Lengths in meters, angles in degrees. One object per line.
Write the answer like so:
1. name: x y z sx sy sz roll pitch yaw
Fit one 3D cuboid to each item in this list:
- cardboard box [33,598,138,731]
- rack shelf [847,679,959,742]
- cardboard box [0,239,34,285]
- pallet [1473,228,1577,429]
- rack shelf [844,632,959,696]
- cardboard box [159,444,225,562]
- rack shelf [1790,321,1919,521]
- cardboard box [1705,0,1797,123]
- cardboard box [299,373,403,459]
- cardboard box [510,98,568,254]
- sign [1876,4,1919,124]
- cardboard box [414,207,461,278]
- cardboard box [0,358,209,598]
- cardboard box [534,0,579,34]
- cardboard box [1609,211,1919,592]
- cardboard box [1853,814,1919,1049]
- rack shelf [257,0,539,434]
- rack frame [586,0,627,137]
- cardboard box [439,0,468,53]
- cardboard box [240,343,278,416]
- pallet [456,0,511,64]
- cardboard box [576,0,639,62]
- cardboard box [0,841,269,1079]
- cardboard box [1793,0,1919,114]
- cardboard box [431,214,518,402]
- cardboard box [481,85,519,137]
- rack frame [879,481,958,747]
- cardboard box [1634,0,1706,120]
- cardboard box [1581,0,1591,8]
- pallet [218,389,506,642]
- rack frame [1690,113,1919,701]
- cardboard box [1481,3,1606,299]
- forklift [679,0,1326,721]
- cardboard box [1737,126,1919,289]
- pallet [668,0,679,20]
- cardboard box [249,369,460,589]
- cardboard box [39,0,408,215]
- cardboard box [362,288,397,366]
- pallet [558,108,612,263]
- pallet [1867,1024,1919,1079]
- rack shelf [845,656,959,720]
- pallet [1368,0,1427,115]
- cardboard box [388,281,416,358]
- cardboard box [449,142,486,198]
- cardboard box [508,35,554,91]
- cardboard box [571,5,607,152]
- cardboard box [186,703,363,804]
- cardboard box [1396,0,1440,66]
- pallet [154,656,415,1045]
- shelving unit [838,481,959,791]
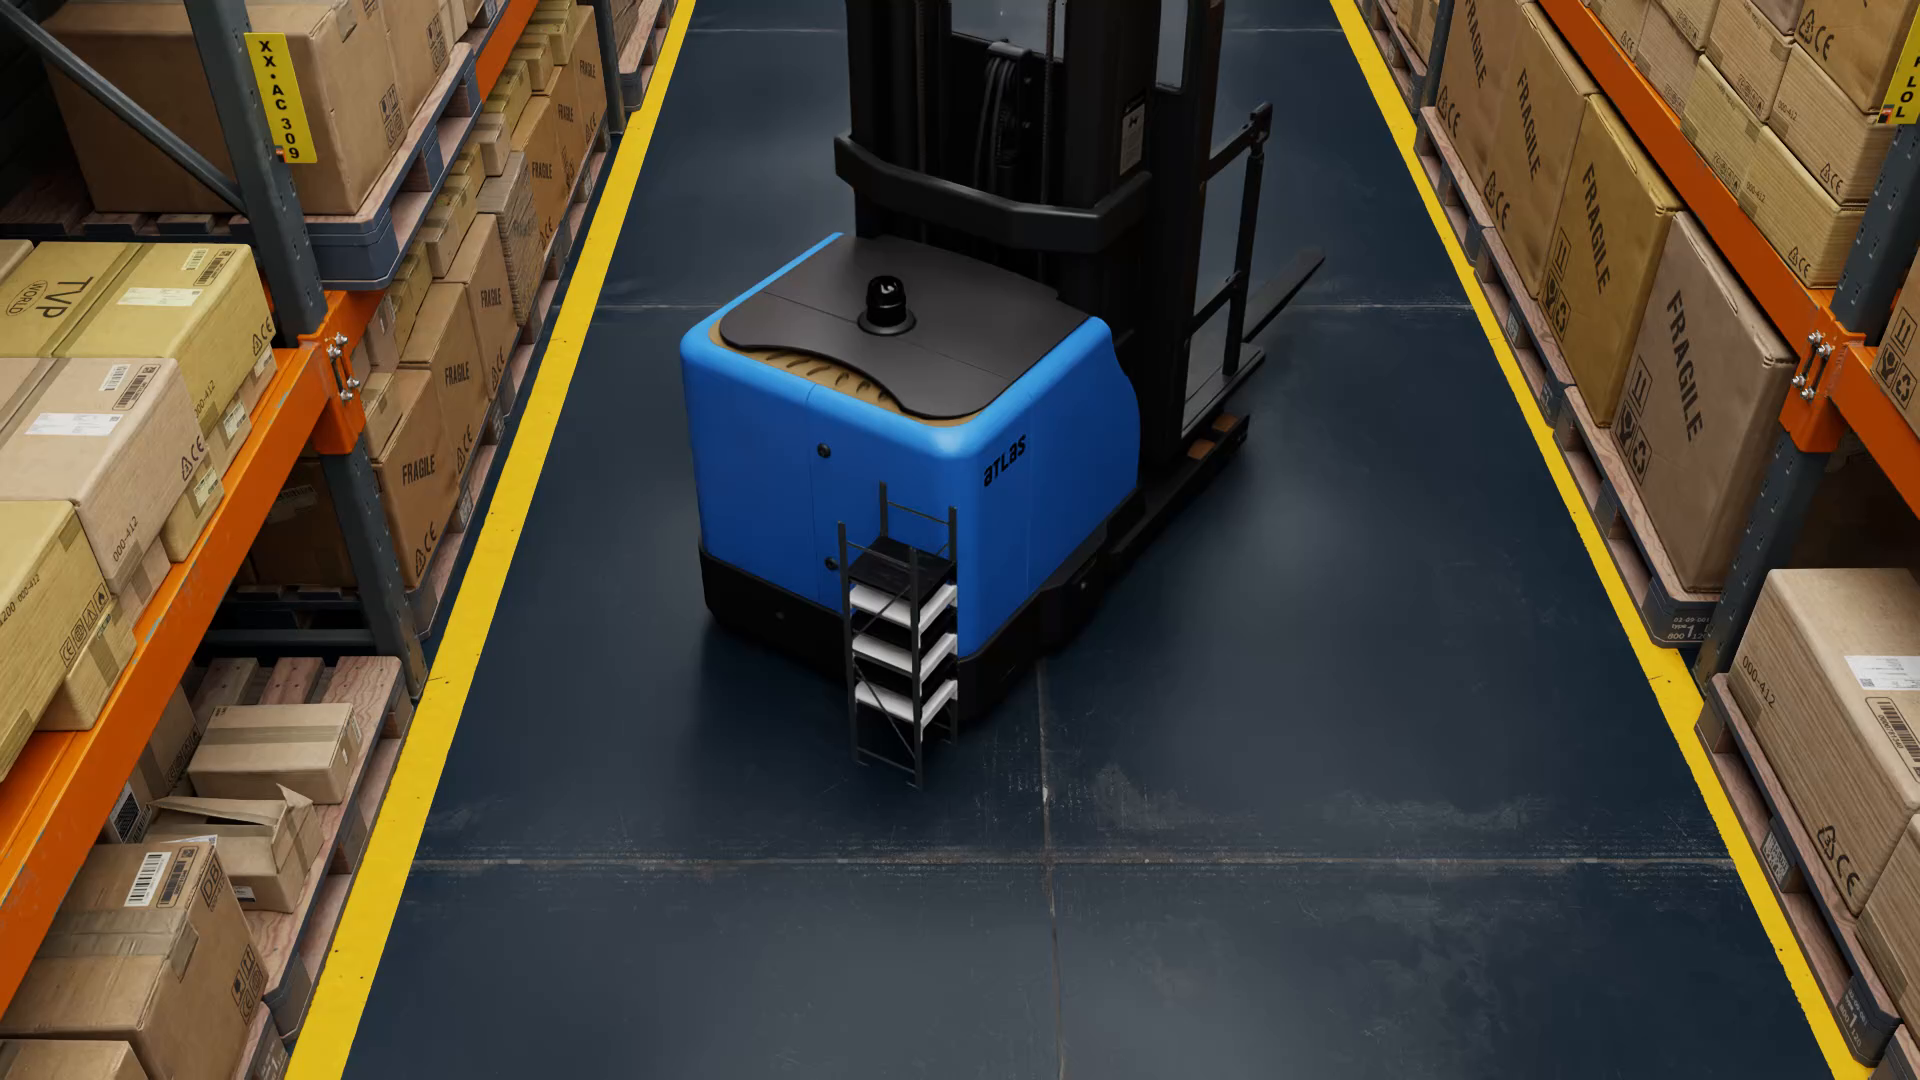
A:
1. cardboard box: -1.866 0.237 3.256 0.380 0.149 0.250 -1 39 -1
2. rack shelf: -0.164 0.451 4.808 0.258 0.077 0.200 20 43 23
3. cardboard box: -2.436 -0.457 3.803 0.500 0.250 0.500 0 39 -1
4. pallet: 2.717 -0.874 6.672 1.003 0.211 1.213 0 39 0
5. rack shelf: -0.164 0.311 4.695 0.258 0.077 0.200 20 43 23
6. cardboard box: -1.867 -0.087 3.660 0.380 0.149 0.250 1 39 1
7. rack shelf: 2.799 0.816 2.908 1.077 0.370 4.000 0 39 0
8. cardboard box: 2.545 -1.440 4.868 0.500 0.250 0.500 1 39 1
9. cardboard box: -1.901 -0.375 4.964 0.380 0.149 0.250 2 39 2
10. cardboard box: -1.962 -1.495 6.879 0.500 0.500 0.500 2 39 2
11. sign: 2.254 -1.130 3.898 0.100 0.325 0.005 0 39 0
12. cardboard box: -1.967 -1.037 5.789 0.380 0.149 0.250 0 39 0
13. cardboard box: -1.907 -0.135 3.402 0.500 0.250 0.500 0 39 0
14. cardboard box: -1.917 -2.344 7.420 0.380 0.149 0.250 -2 39 -2
15. cardboard box: 2.716 -0.438 5.261 0.875 0.875 0.875 1 39 1
16. cardboard box: 2.692 1.073 3.725 0.875 0.438 0.875 -1 39 -1
17. rack shelf: -2.169 -1.679 6.022 1.077 0.370 4.000 0 39 0
18. rack frame: -2.171 -3.211 7.358 1.000 3.000 0.127 0 39 0
19. cardboard box: -1.784 -1.690 5.232 0.396 0.266 0.258 2 39 2
20. cardboard box: -1.914 -0.412 4.066 0.380 0.149 0.250 0 39 1
21. pallet: -2.164 -1.920 5.900 1.003 0.211 1.213 0 39 0
22. cardboard box: -2.158 -2.838 8.456 0.875 0.625 0.625 1 39 1
23. cardboard box: -2.031 1.037 3.720 0.700 0.500 0.500 -1 39 -2
24. cardboard box: 2.545 -1.424 4.248 0.500 0.500 0.500 1 39 1
25. cardboard box: -1.949 -0.845 6.069 0.500 0.500 0.500 -1 39 -1
26. cardboard box: -1.974 -1.687 6.601 0.380 0.149 0.250 -1 39 -1
27. rack frame: -0.113 0.230 4.743 0.240 0.900 0.006 20 43 23
28. cardboard box: 2.563 -1.571 5.432 0.500 0.250 0.500 -1 39 -1
29. cardboard box: 2.554 -2.203 6.220 0.500 0.250 0.500 1 39 1
30. pallet: -2.205 -0.130 5.743 1.003 0.211 1.213 0 39 0
31. rack frame: 2.797 -0.715 4.244 1.000 3.000 0.127 0 39 0
32. cardboard box: 2.707 -1.562 6.663 0.875 0.875 0.875 0 39 1
33. forklift: 0.404 -1.491 5.267 1.130 2.935 3.031 22 44 25
34. cardboard box: 2.544 -0.937 4.640 0.500 0.250 0.500 -1 39 -1
35. pallet: -2.132 -3.398 9.822 1.003 0.211 1.213 0 39 0
36. cardboard box: -1.942 -0.200 5.264 0.500 0.500 0.500 2 39 2
37. cardboard box: -1.943 -1.215 4.451 0.700 0.500 0.500 1 39 1
38. cardboard box: -1.949 -0.654 5.074 0.380 0.149 0.250 -2 39 -2
39. pallet: -2.208 -1.656 7.647 1.003 0.211 1.213 0 39 0
40. pallet: 2.724 1.613 3.568 1.003 0.211 1.213 0 39 0
41. rack shelf: -0.164 0.381 4.751 0.258 0.077 0.200 20 43 23
42. pallet: 2.793 -2.617 8.847 1.003 0.211 1.213 0 39 0
43. cardboard box: -1.990 -0.709 5.380 0.380 0.149 0.250 -2 39 -2
44. cardboard box: -1.995 -1.361 6.194 0.380 0.149 0.250 0 39 0
45. cardboard box: -1.930 -2.008 7.002 0.380 0.149 0.250 -1 39 -2
46. cardboard box: -1.956 -2.135 7.678 0.500 0.500 0.500 1 39 1
47. cardboard box: -1.872 0.588 4.562 0.380 0.149 0.250 -1 39 -1
48. cardboard box: 2.802 -2.708 8.496 0.950 0.372 0.625 -2 39 -3
49. pallet: -2.167 0.808 4.573 1.003 0.211 1.213 0 39 0
50. shelving unit: -0.164 0.285 4.674 0.258 0.900 0.210 20 43 23
